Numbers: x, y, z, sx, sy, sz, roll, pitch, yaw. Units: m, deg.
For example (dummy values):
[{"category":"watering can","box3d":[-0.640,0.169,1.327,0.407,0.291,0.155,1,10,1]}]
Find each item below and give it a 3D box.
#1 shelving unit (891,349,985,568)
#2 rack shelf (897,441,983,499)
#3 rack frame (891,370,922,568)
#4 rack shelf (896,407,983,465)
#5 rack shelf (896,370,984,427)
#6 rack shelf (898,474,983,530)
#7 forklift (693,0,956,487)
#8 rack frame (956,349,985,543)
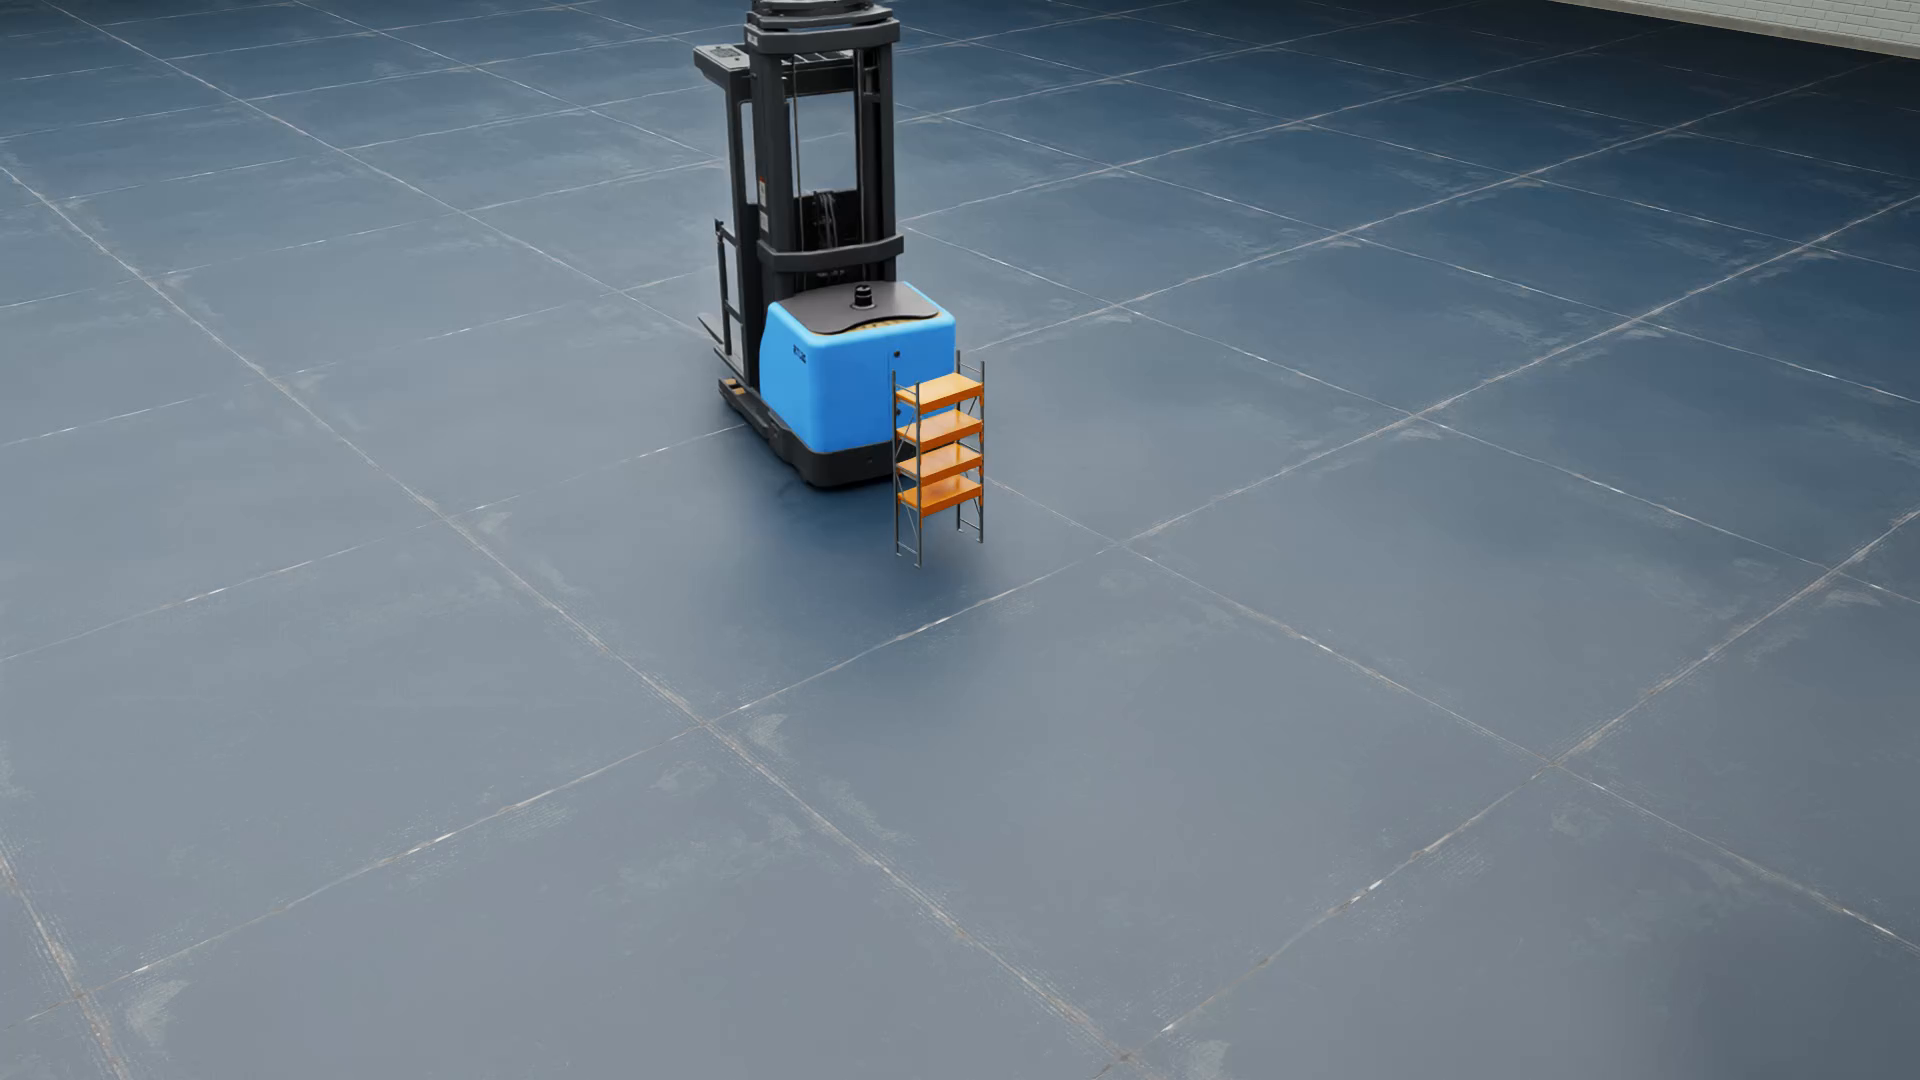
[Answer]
[{"category":"shelving unit","box3d":[-0.126,-0.479,9.872,0.503,1.200,0.258,-22,35,-35]},{"category":"rack shelf","box3d":[-0.126,-0.419,9.904,0.480,0.148,0.258,-22,35,-35]},{"category":"rack frame","box3d":[-0.312,-0.404,9.733,0.015,1.200,0.240,-22,35,-35]},{"category":"rack shelf","box3d":[-0.126,-0.616,9.799,0.480,0.148,0.258,-22,35,-35]},{"category":"rack shelf","box3d":[-0.126,-0.825,9.687,0.480,0.148,0.258,-22,35,-35]},{"category":"rack shelf","box3d":[-0.126,-0.244,9.998,0.480,0.148,0.258,-22,35,-35]},{"category":"forklift","box3d":[-1.108,-2.304,11.451,1.130,2.935,3.031,-13,31,-23]},{"category":"rack frame","box3d":[0.060,-0.553,10.012,0.015,1.200,0.240,-22,35,-35]}]
